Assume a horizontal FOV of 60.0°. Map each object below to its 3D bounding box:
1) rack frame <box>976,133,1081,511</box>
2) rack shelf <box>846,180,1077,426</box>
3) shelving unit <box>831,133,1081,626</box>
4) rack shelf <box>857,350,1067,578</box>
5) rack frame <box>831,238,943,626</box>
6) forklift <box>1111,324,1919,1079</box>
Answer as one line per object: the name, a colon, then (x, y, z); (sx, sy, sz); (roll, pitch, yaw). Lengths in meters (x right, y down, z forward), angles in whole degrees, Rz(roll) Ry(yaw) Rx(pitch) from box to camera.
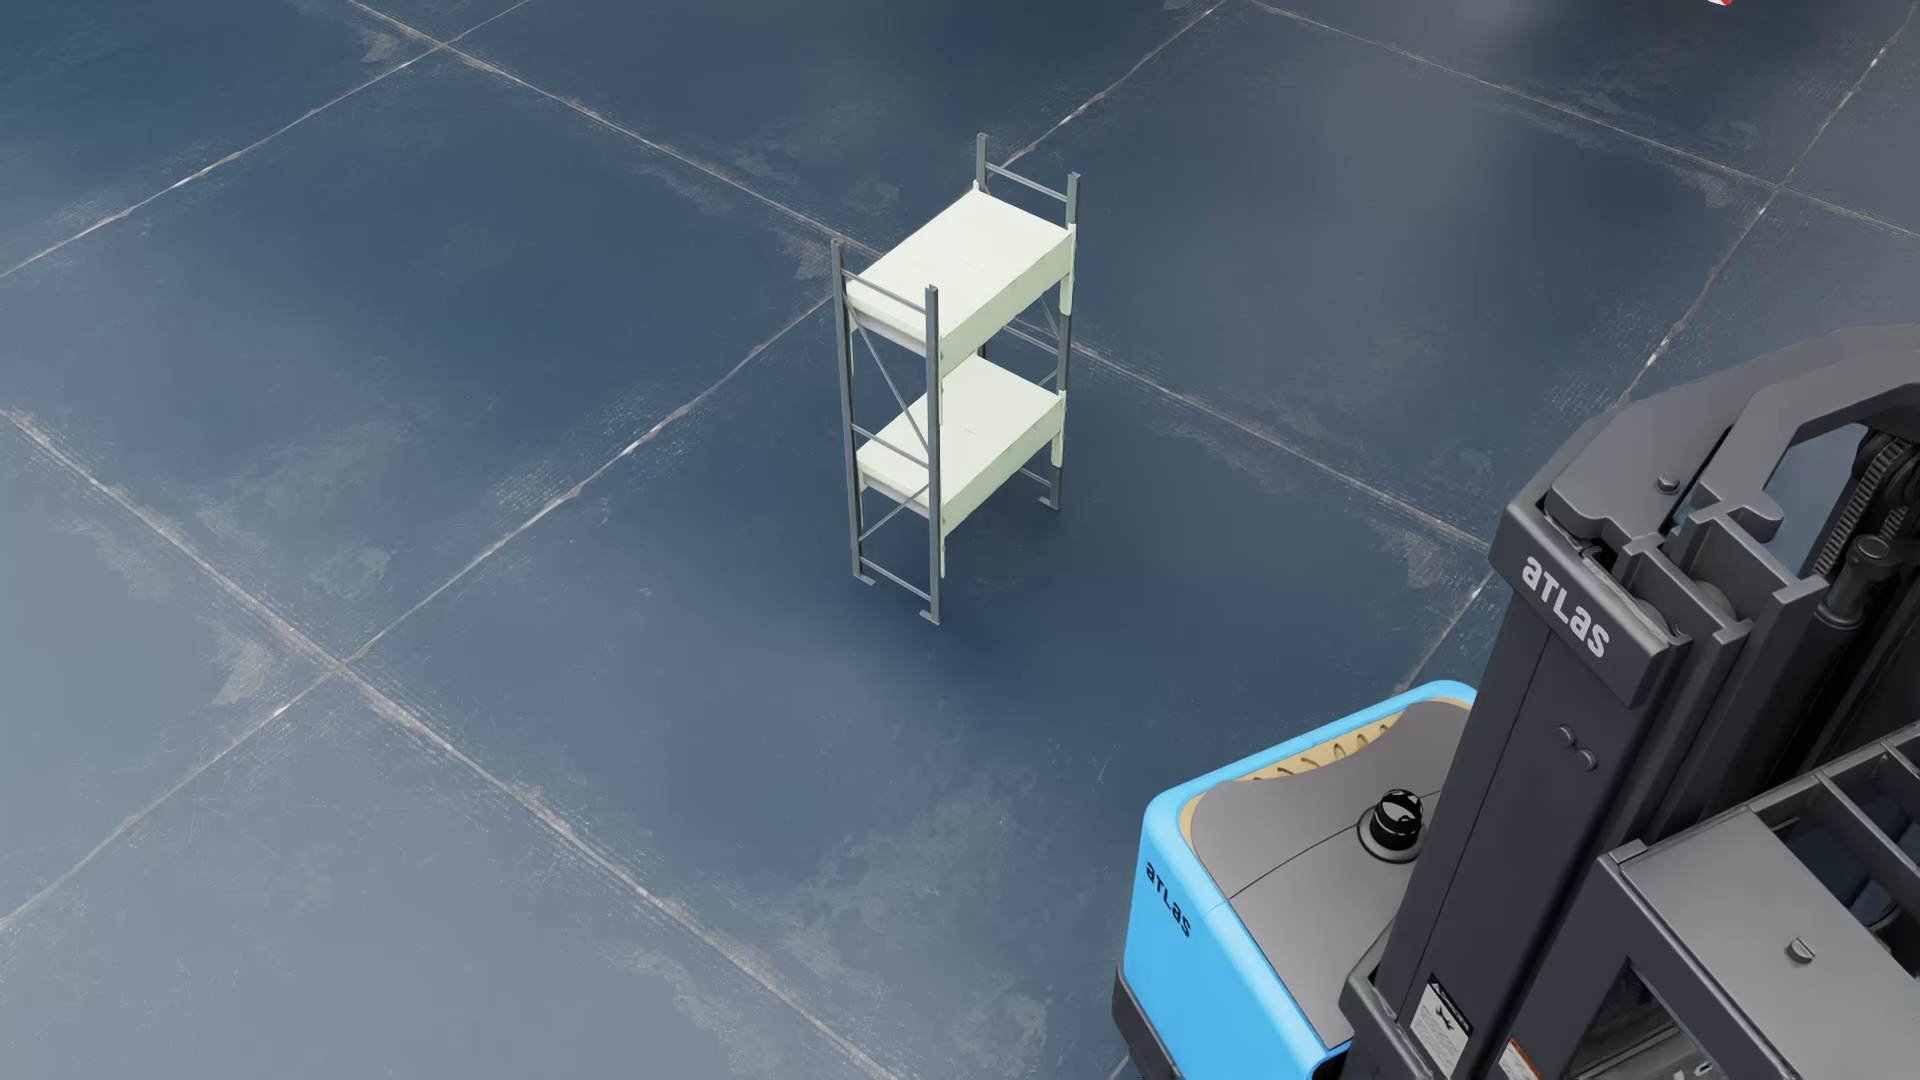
rack frame: (0.220, -0.724, 5.904); (0.400, 1.500, 0.023); (29, 53, 25)
rack shelf: (-0.004, -0.784, 5.422); (0.431, 0.370, 0.720); (29, 53, 25)
shelving unit: (-0.004, -0.514, 5.704); (0.431, 1.500, 0.755); (29, 53, 25)
rack shelf: (-0.004, -0.289, 5.940); (0.431, 0.370, 0.720); (29, 53, 25)
rack frame: (-0.228, -0.305, 5.504); (0.400, 1.500, 0.023); (29, 53, 25)
forklift: (1.531, 1.194, 3.082); (1.130, 2.935, 3.031); (-19, 49, -17)
